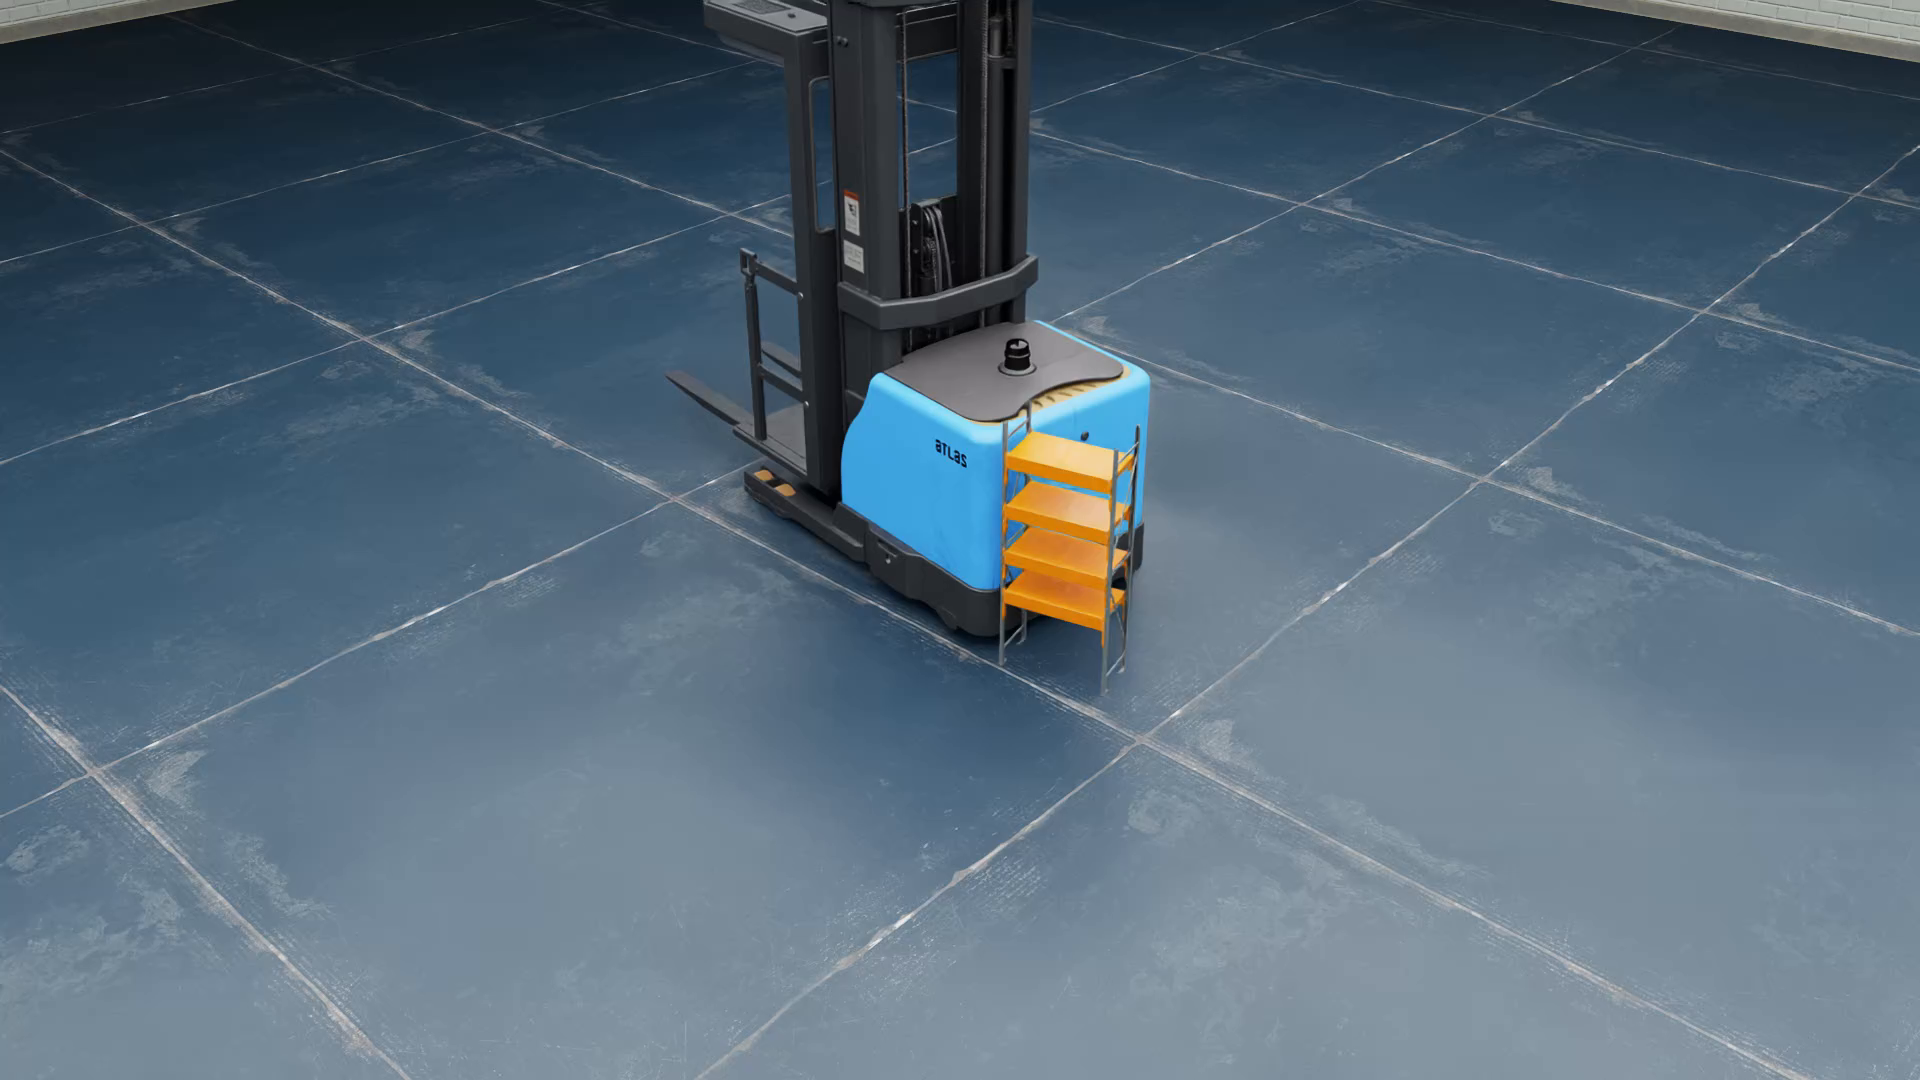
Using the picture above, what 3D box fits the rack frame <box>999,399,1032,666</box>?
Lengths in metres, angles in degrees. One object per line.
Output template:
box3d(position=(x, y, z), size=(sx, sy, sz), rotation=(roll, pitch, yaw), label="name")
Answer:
box3d(position=(0.236, -0.014, 7.111), size=(0.015, 1.200, 0.240), rotation=(15, 34, 24), label="rack frame")

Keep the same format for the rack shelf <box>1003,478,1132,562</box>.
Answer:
box3d(position=(0.451, -0.089, 6.931), size=(0.480, 0.148, 0.258), rotation=(15, 34, 24), label="rack shelf")

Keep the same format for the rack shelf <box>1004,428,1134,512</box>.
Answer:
box3d(position=(0.451, -0.292, 6.809), size=(0.480, 0.148, 0.258), rotation=(15, 34, 24), label="rack shelf")

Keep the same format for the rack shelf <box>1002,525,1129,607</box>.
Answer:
box3d(position=(0.451, 0.103, 7.046), size=(0.480, 0.148, 0.258), rotation=(15, 34, 24), label="rack shelf")

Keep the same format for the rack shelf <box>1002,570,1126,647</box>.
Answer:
box3d(position=(0.451, 0.273, 7.149), size=(0.480, 0.148, 0.258), rotation=(15, 34, 24), label="rack shelf")

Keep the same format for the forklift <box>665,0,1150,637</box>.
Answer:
box3d(position=(-0.454, -1.517, 7.928), size=(1.130, 2.935, 3.031), rotation=(-23, 38, -33), label="forklift")

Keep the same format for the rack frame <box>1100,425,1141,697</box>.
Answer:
box3d(position=(0.666, 0.105, 6.913), size=(0.015, 1.200, 0.240), rotation=(15, 34, 24), label="rack frame")

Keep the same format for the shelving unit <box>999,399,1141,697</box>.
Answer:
box3d(position=(0.451, 0.045, 7.012), size=(0.503, 1.200, 0.258), rotation=(15, 34, 24), label="shelving unit")
